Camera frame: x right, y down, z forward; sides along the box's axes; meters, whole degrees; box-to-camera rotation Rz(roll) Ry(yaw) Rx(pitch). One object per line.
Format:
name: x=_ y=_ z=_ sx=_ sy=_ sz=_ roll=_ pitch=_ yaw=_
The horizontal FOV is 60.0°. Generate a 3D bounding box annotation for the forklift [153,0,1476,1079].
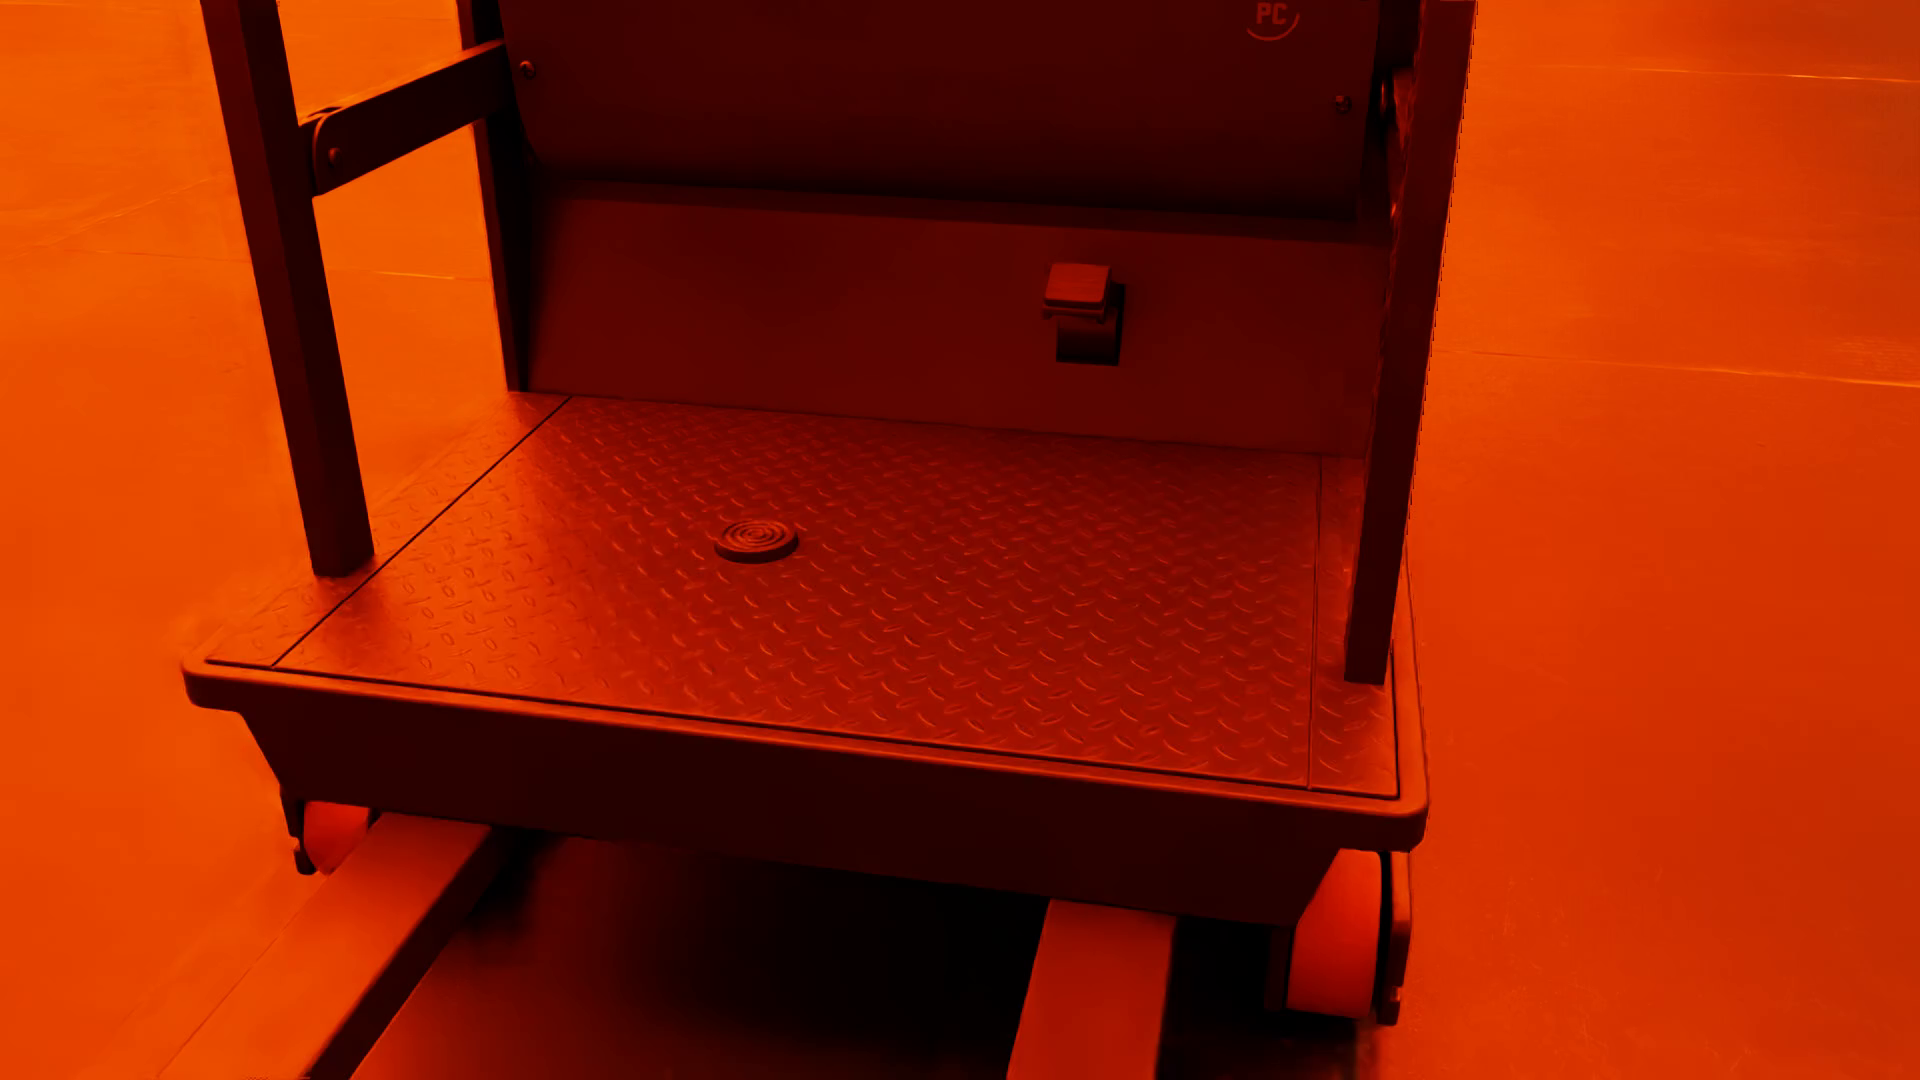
forklift: x=-0.075 y=-1.034 z=1.296 sx=1.130 sy=2.935 sz=3.031 roll=5 pitch=27 yaw=10
